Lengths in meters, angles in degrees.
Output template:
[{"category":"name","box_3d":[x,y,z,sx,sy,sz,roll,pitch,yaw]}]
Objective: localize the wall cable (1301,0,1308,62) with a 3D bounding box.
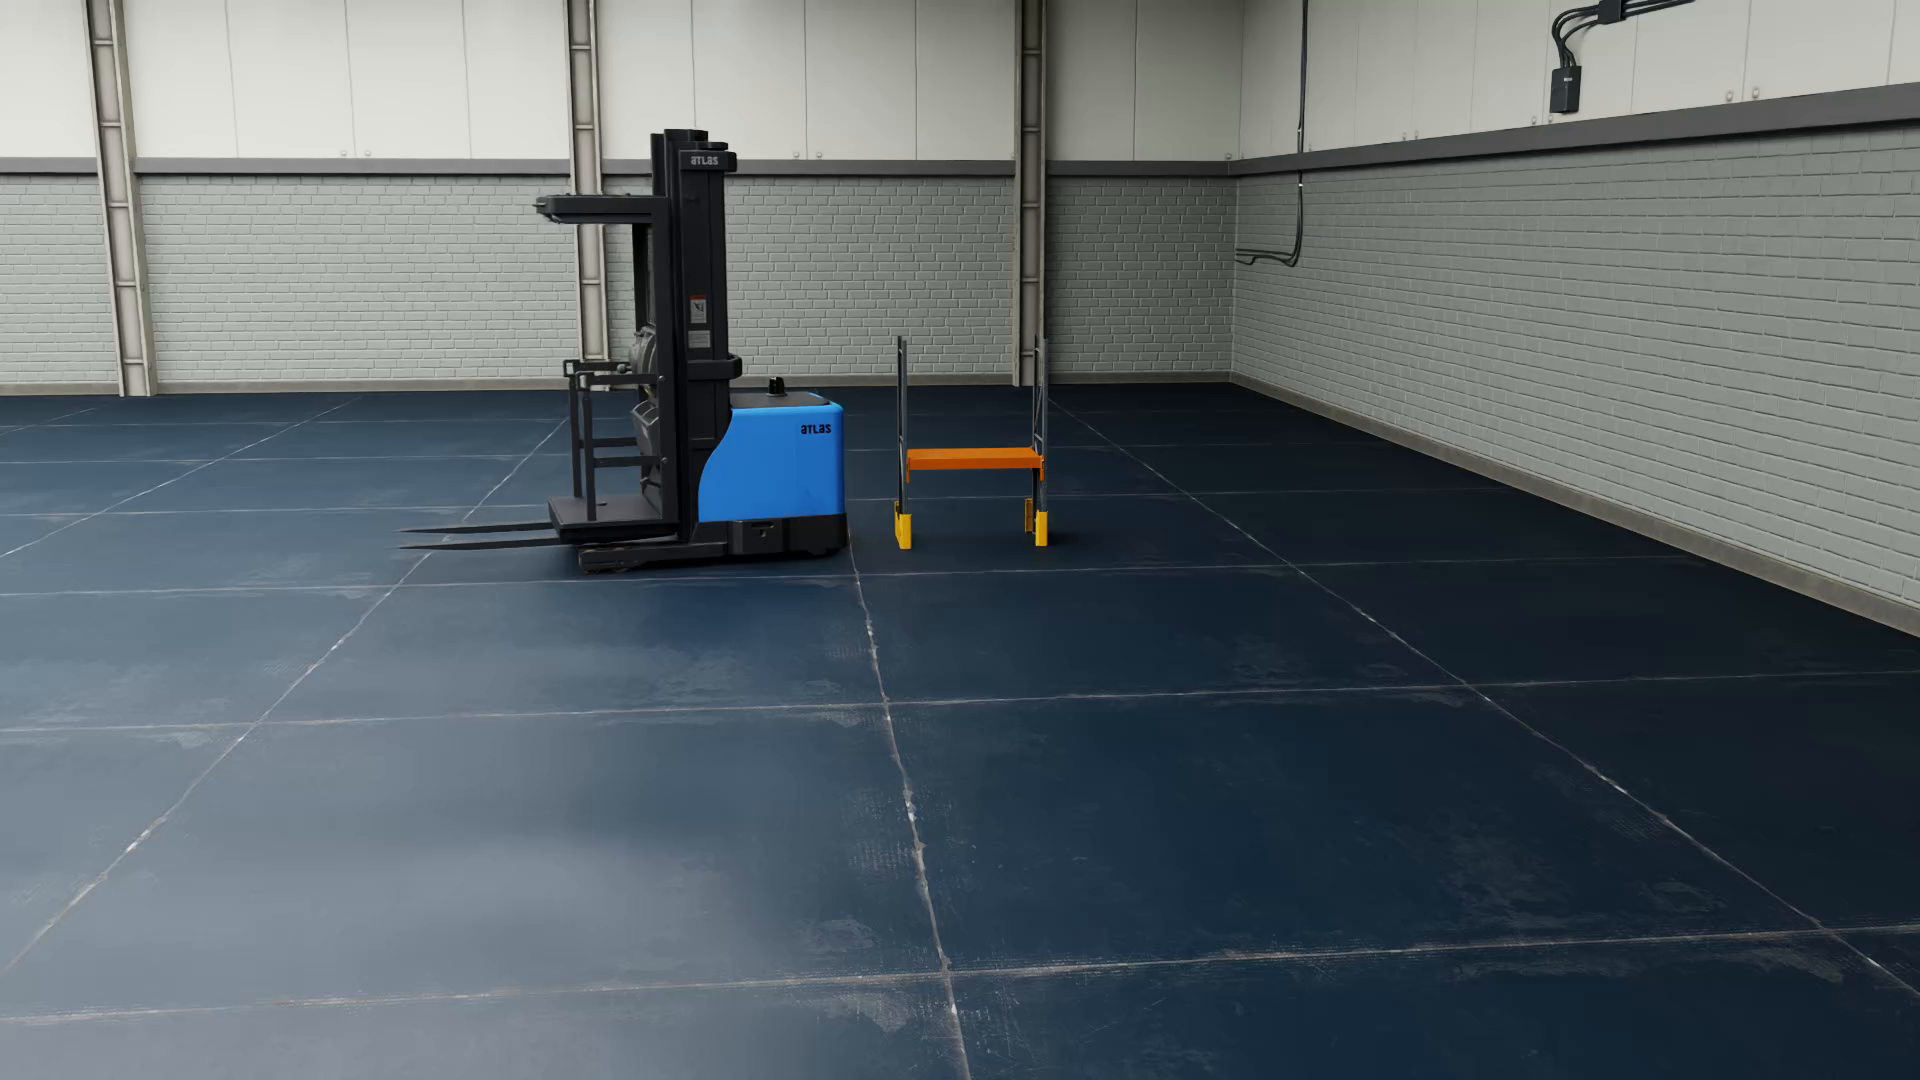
[{"category":"wall cable","box_3d":[4.322,-6.849,18.833,0.112,2.526,3.097,-1,11,-6]}]

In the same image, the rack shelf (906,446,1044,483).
[{"category":"rack shelf","box_3d":[0.085,-0.561,12.267,1.000,0.185,0.538,-1,11,-6]}]

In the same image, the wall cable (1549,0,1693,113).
[{"category":"wall cable","box_3d":[5.039,-6.261,12.070,0.169,6.003,2.305,-1,11,-6]}]

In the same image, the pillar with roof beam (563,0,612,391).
[{"category":"pillar with roof beam","box_3d":[-4.542,-5.655,17.802,0.400,9.000,9.100,-1,11,-6]}]

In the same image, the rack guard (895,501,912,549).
[{"category":"rack guard","box_3d":[-0.419,-0.114,12.299,0.087,0.250,0.587,-1,11,-6]}]

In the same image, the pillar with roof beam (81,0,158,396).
[{"category":"pillar with roof beam","box_3d":[-10.507,-5.530,17.167,0.400,9.000,9.100,-1,11,-6]}]

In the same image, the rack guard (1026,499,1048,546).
[{"category":"rack guard","box_3d":[0.571,-0.135,12.405,0.087,0.250,0.587,-1,11,-6]}]

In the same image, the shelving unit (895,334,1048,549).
[{"category":"shelving unit","box_3d":[0.076,-0.738,12.231,1.083,1.500,0.587,-1,11,-6]}]

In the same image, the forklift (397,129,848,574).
[{"category":"forklift","box_3d":[-2.373,-1.322,11.495,3.031,2.935,1.130,-4,12,-18]}]

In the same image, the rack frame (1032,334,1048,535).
[{"category":"rack frame","box_3d":[0.590,-0.748,12.286,0.032,1.500,0.500,-1,11,-6]}]

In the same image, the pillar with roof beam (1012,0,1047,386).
[{"category":"pillar with roof beam","box_3d":[1.423,-5.779,18.438,0.400,9.000,9.100,-1,11,-6]}]

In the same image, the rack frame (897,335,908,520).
[{"category":"rack frame","box_3d":[-0.421,-0.727,12.179,0.032,1.500,0.500,-1,11,-6]}]

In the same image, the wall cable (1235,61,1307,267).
[{"category":"wall cable","box_3d":[4.029,-4.889,21.959,0.112,2.526,3.097,-1,11,-6]}]
